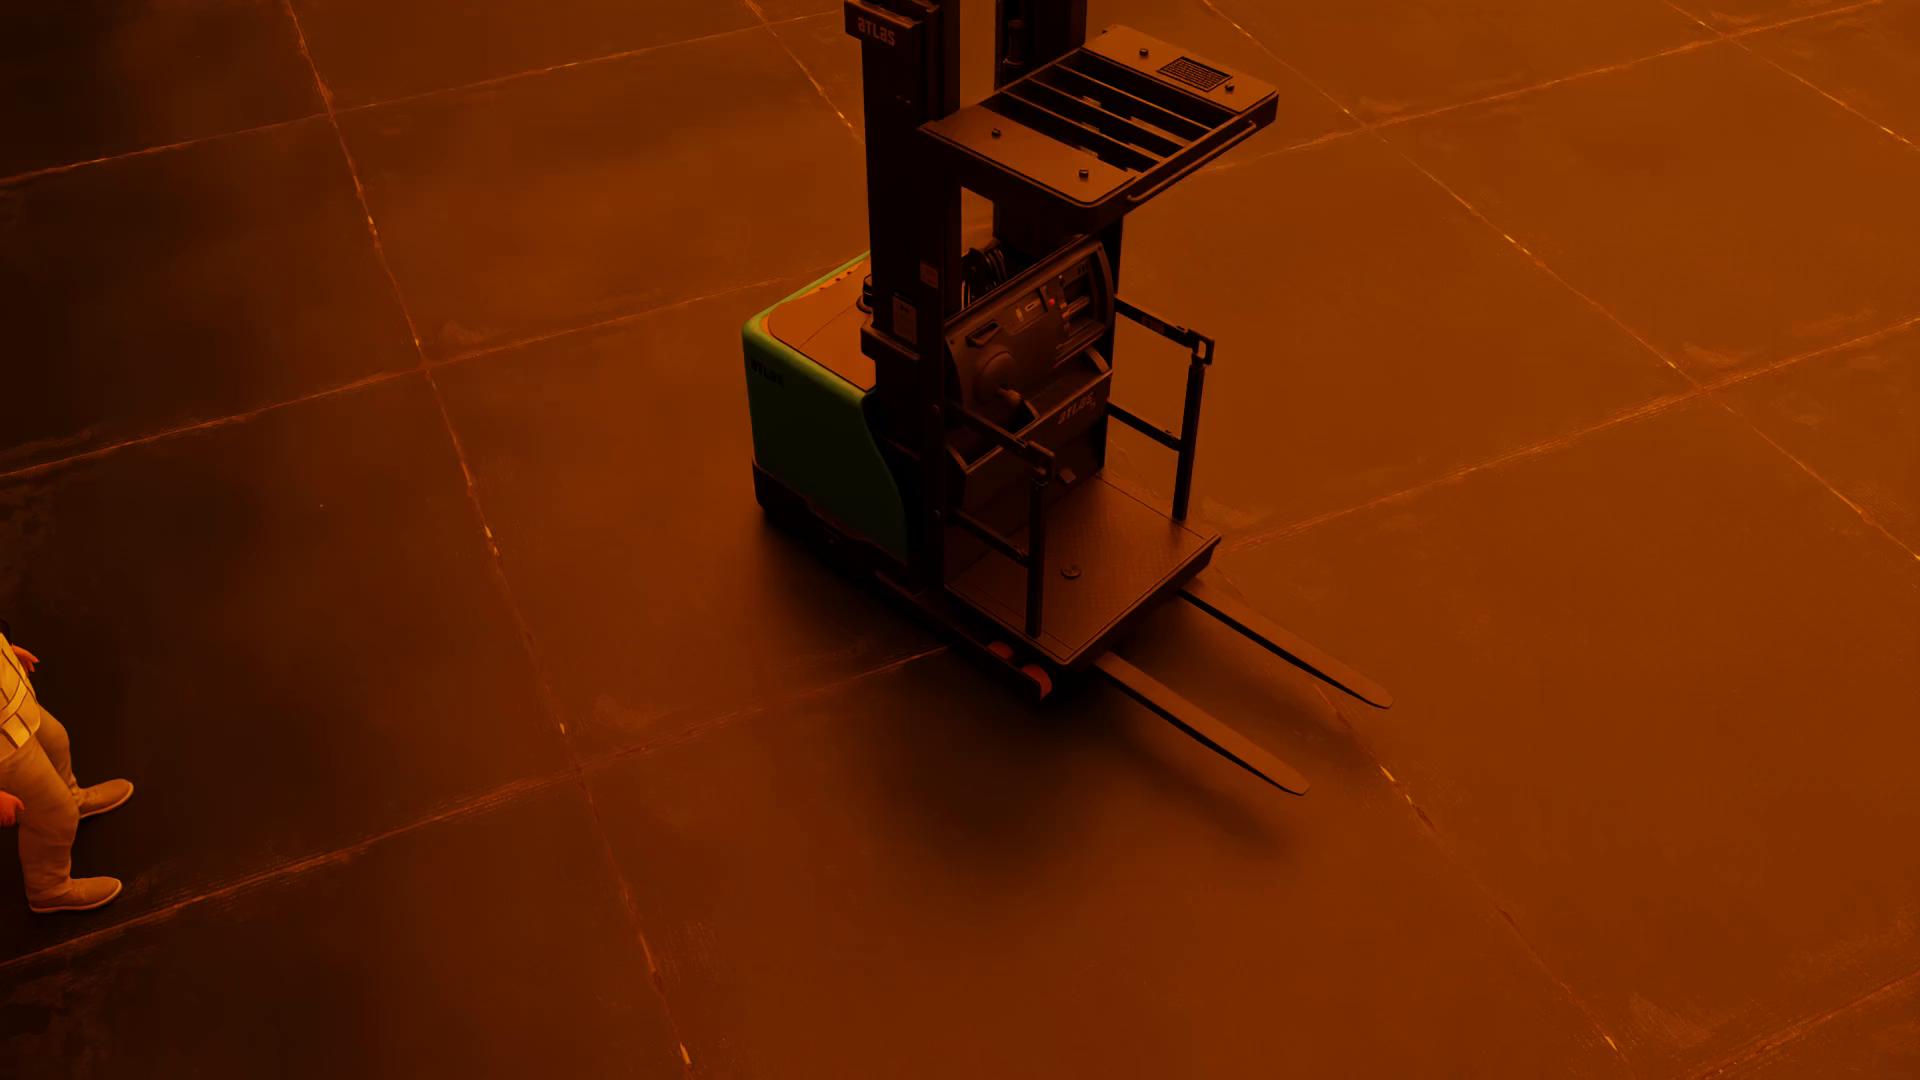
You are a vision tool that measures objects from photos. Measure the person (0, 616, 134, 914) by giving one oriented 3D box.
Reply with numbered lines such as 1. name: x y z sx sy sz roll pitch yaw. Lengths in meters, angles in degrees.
1. person: -3.402 0.647 5.872 0.451 1.724 0.762 -19 46 -19

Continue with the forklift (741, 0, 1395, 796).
1. forklift: 0.445 -0.788 6.525 3.031 2.935 1.130 32 52 30
